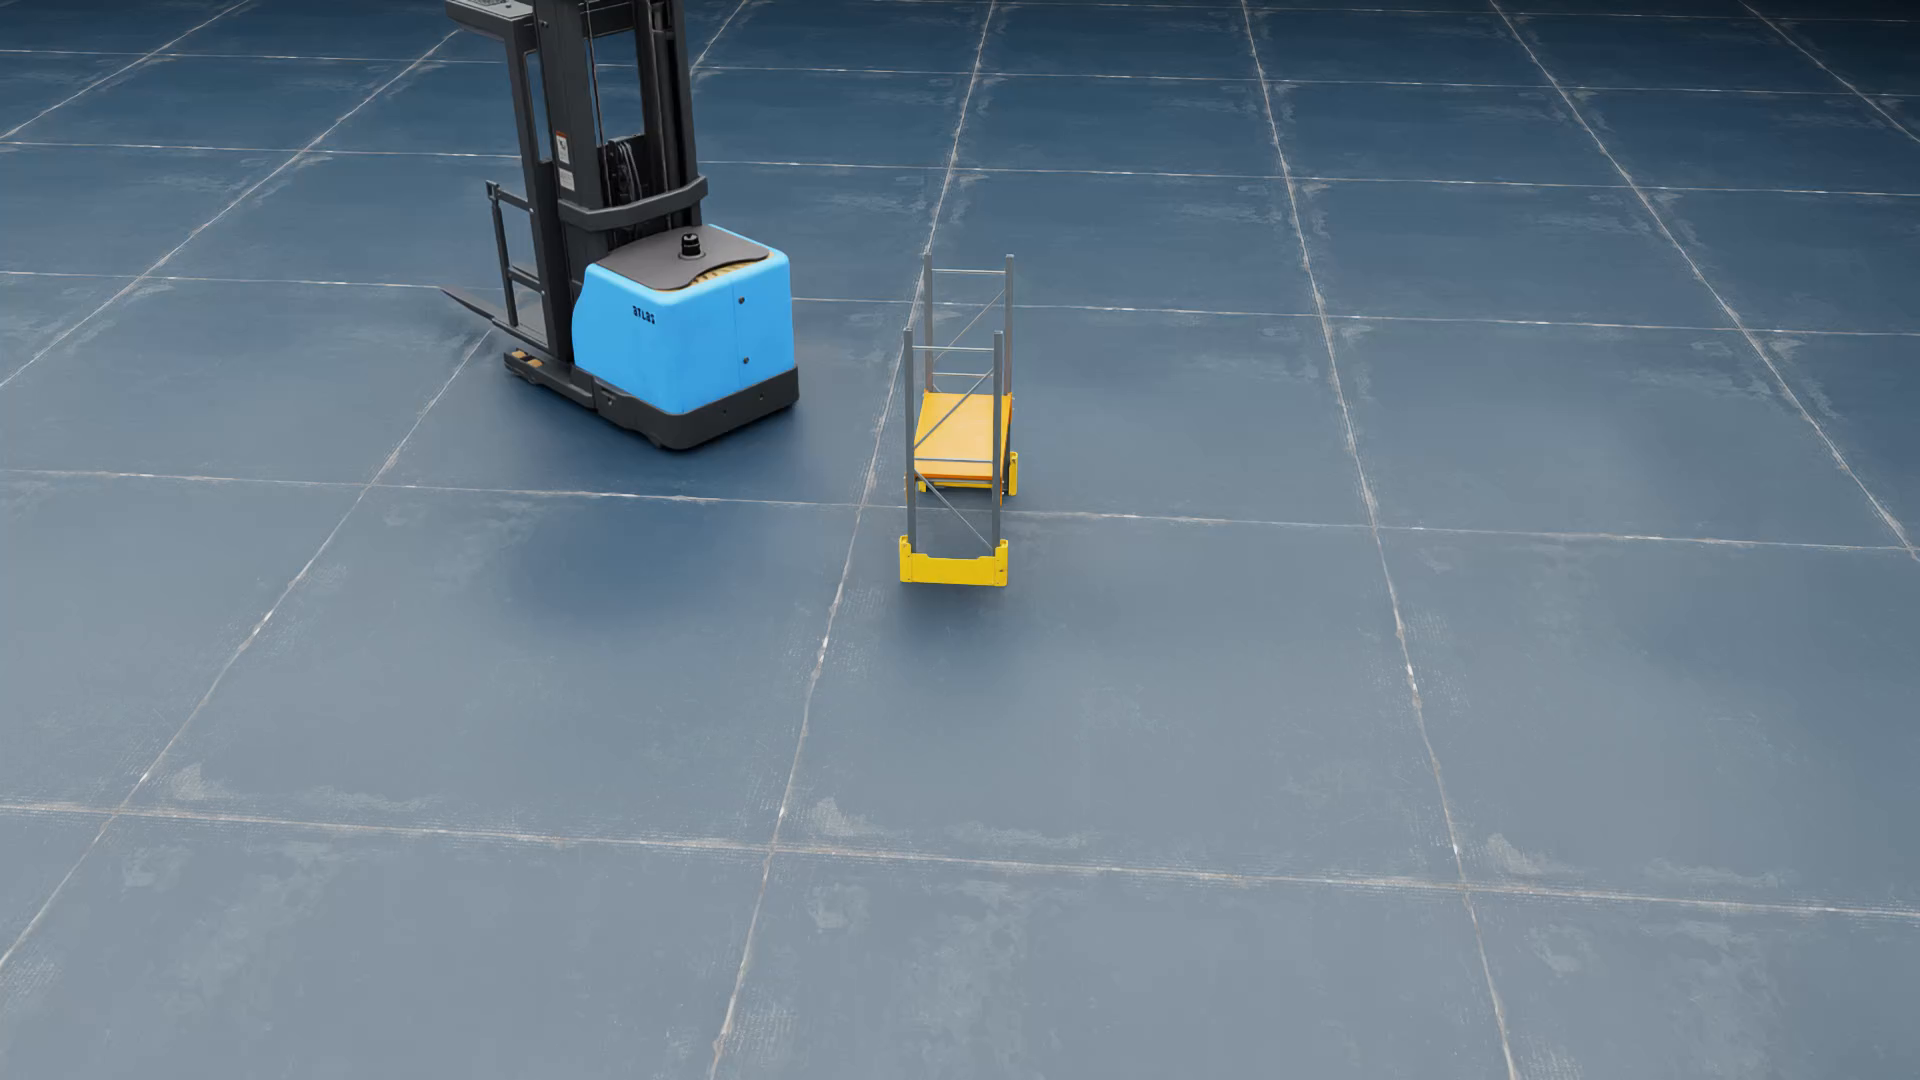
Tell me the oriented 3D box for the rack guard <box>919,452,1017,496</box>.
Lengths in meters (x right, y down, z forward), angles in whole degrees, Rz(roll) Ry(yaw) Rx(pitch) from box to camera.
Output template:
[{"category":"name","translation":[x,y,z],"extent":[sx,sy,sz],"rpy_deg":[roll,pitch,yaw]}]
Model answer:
[{"category":"rack guard","translation":[0.047,-0.407,9.952],"extent":[0.587,0.250,0.087],"rpy_deg":[2,32,4]}]

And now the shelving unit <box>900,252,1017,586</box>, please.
[{"category":"shelving unit","translation":[0.006,-0.678,9.201],"extent":[0.587,1.500,1.083],"rpy_deg":[2,32,4]}]

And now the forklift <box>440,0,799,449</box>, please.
[{"category":"forklift","translation":[-2.465,-2.474,10.751],"extent":[3.031,2.935,1.130],"rpy_deg":[27,41,36]}]

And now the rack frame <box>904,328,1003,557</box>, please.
[{"category":"rack frame","translation":[-0.034,-0.417,8.778],"extent":[0.500,1.500,0.032],"rpy_deg":[2,32,4]}]

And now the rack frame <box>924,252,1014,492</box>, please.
[{"category":"rack frame","translation":[0.048,-0.949,9.641],"extent":[0.500,1.500,0.032],"rpy_deg":[2,32,4]}]

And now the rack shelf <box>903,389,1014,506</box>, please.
[{"category":"rack shelf","translation":[0.007,-0.530,9.304],"extent":[0.538,0.185,1.000],"rpy_deg":[2,32,4]}]

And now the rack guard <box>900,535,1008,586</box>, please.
[{"category":"rack guard","translation":[-0.034,0.114,9.107],"extent":[0.587,0.250,0.087],"rpy_deg":[2,32,4]}]
